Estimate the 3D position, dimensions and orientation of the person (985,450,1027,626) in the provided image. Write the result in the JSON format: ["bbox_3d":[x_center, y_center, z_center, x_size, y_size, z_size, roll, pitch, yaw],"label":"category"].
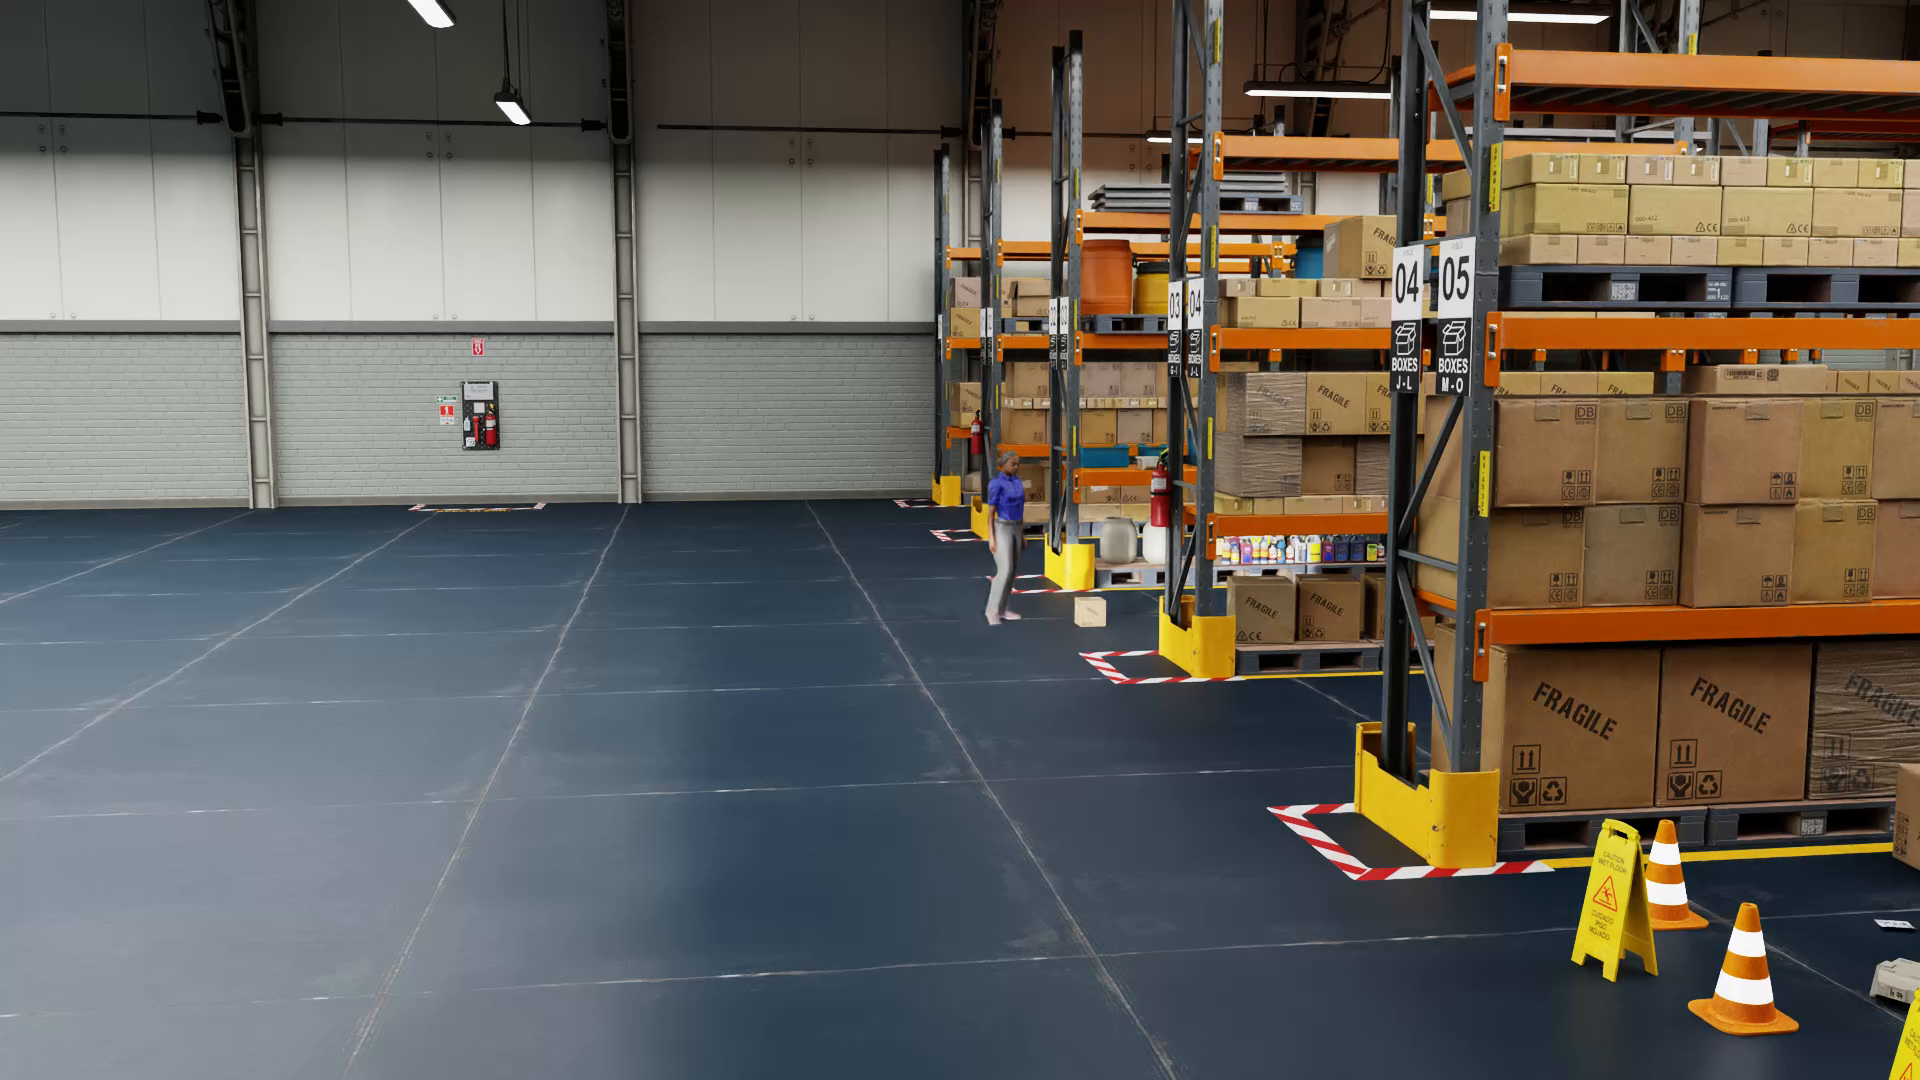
[{"bbox_3d":[0.441,-0.018,16.117,0.344,1.703,0.555,5,9,39],"label":"person"}]
